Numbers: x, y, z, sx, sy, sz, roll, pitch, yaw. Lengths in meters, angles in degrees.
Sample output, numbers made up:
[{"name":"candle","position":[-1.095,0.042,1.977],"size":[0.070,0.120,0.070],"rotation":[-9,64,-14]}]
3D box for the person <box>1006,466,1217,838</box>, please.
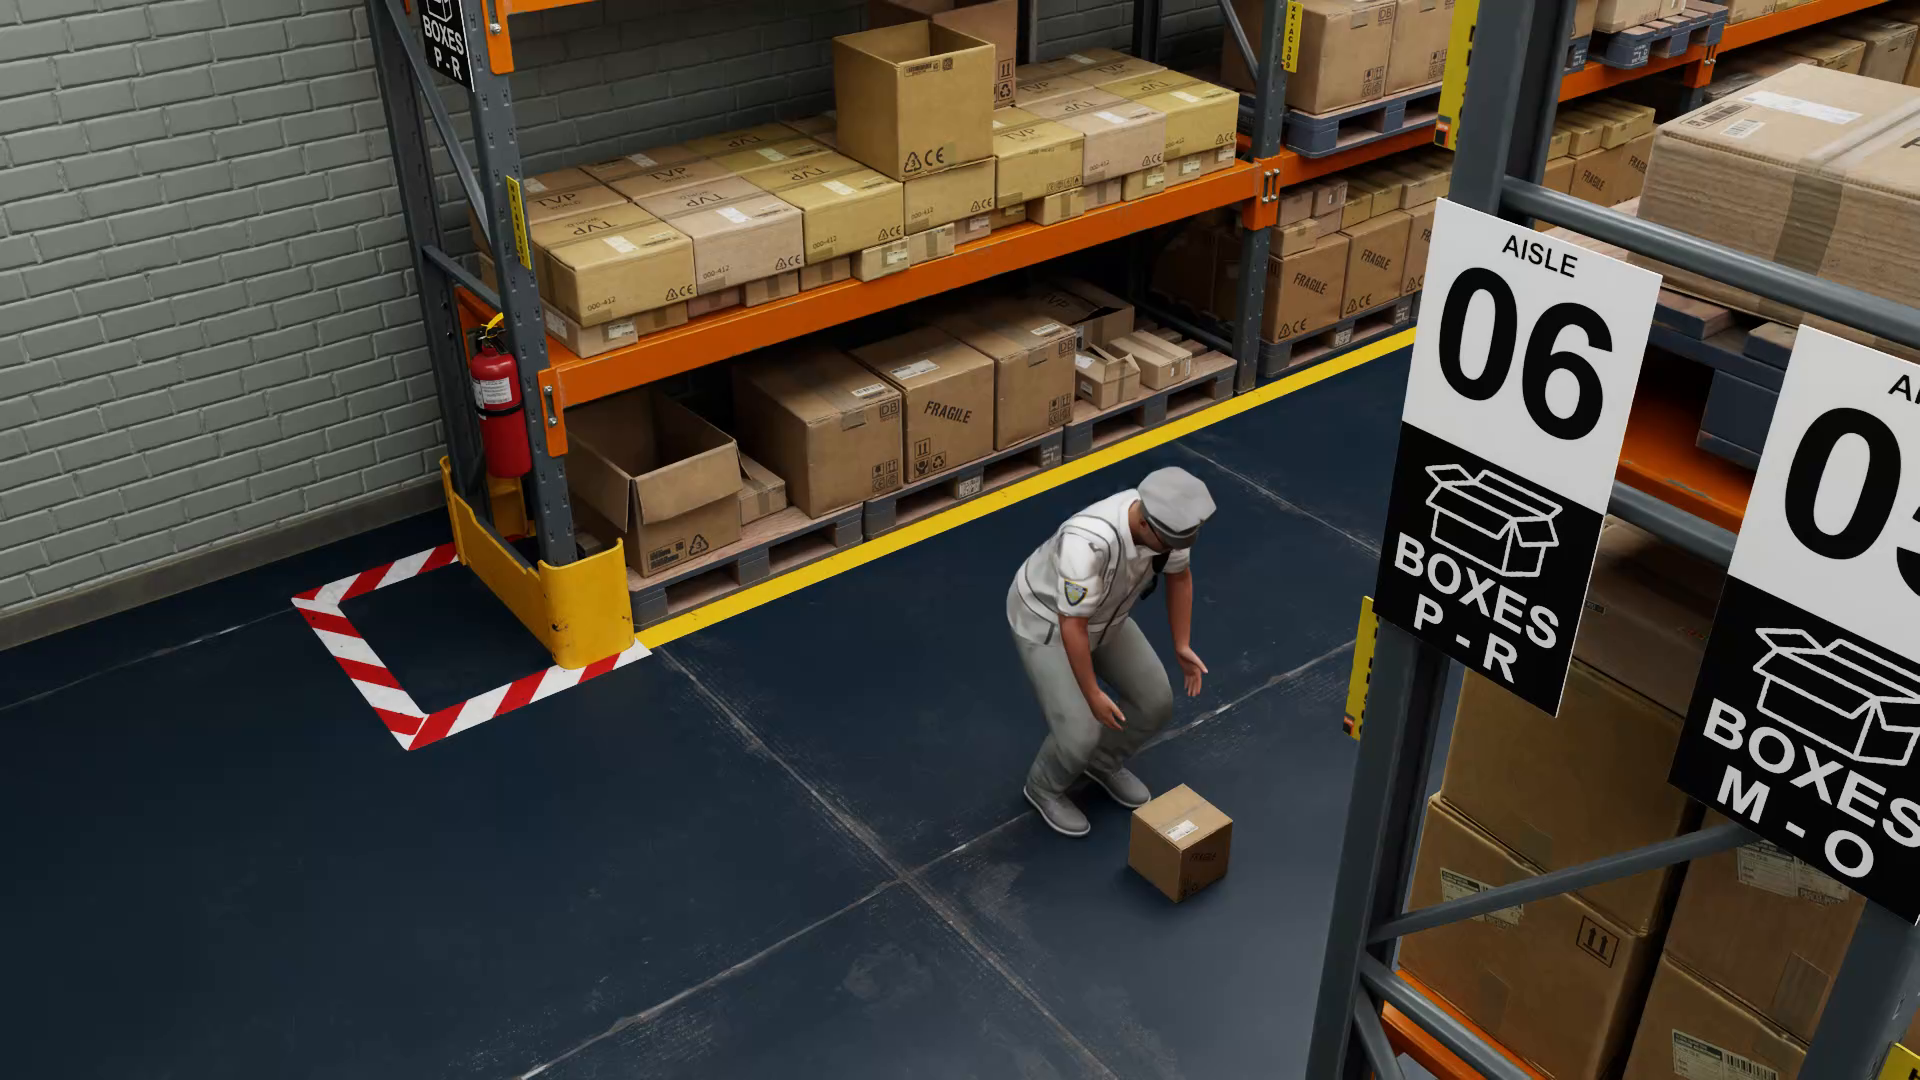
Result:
[{"name":"person","position":[0.527,0.347,5.826],"size":[0.588,1.496,0.751],"rotation":[-22,38,-31]}]
